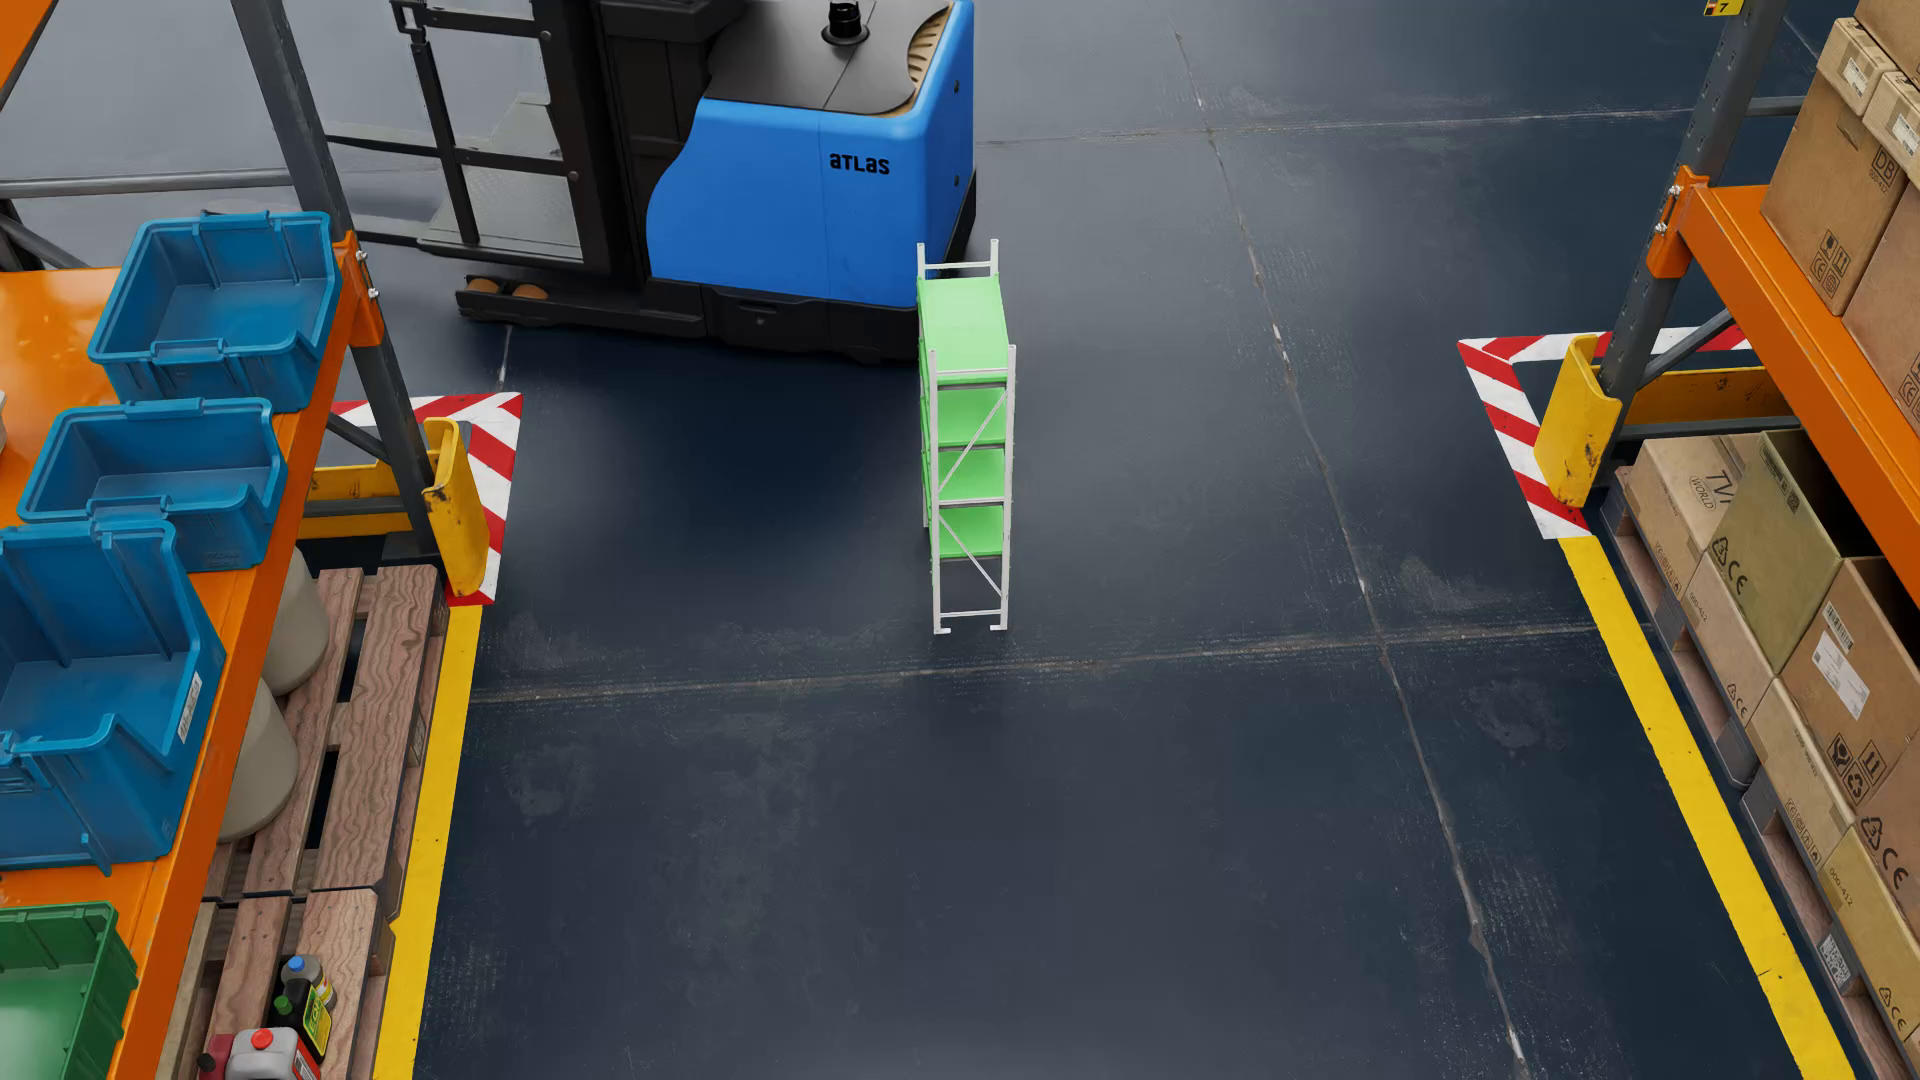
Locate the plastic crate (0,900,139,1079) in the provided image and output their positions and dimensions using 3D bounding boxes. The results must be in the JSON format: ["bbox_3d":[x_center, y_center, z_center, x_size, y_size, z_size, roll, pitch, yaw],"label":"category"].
[{"bbox_3d":[-1.754,0.982,2.900,0.450,0.188,0.662,-3,47,-3],"label":"plastic crate"}]

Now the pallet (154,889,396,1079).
[{"bbox_3d":[-2.041,1.494,4.190,1.003,0.211,1.213,-3,47,-3],"label":"pallet"}]

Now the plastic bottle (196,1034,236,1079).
[{"bbox_3d":[-1.778,1.290,4.030,0.061,0.283,0.133,-3,47,-3],"label":"plastic bottle"}]

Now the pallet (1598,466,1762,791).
[{"bbox_3d":[2.786,0.225,5.391,1.003,0.211,1.213,-3,47,-3],"label":"pallet"}]

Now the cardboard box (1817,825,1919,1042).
[{"bbox_3d":[2.627,1.004,4.338,0.500,0.250,0.500,-3,47,-3],"label":"cardboard box"}]

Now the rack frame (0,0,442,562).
[{"bbox_3d":[-2.256,-0.986,4.618,1.000,3.000,0.127,-3,47,-3],"label":"rack frame"}]

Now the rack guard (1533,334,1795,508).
[{"bbox_3d":[2.678,-0.442,5.824,1.175,0.500,0.348,-3,47,-3],"label":"rack guard"}]

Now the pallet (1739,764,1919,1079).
[{"bbox_3d":[2.885,1.106,4.557,1.003,0.211,1.213,-3,47,-3],"label":"pallet"}]

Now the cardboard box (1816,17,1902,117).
[{"bbox_3d":[2.499,-1.245,4.347,0.380,0.149,0.250,-4,47,-4],"label":"cardboard box"}]

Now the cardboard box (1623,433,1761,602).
[{"bbox_3d":[2.503,-0.082,5.366,0.500,0.250,0.500,-3,47,-3],"label":"cardboard box"}]

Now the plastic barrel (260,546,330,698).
[{"bbox_3d":[-2.125,0.197,4.922,0.421,0.512,0.421,0,47,0],"label":"plastic barrel"}]

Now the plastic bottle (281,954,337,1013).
[{"bbox_3d":[-1.665,1.127,4.241,0.097,0.201,0.097,0,47,0],"label":"plastic bottle"}]

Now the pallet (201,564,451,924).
[{"bbox_3d":[-2.140,0.613,5.024,1.003,0.211,1.213,-3,47,-3],"label":"pallet"}]

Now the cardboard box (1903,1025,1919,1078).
[{"bbox_3d":[2.670,1.366,3.995,0.500,0.250,0.500,-3,47,-3],"label":"cardboard box"}]

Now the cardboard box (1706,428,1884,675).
[{"bbox_3d":[2.547,0.022,4.751,0.500,0.500,0.500,-3,47,-3],"label":"cardboard box"}]

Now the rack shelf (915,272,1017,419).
[{"bbox_3d":[0.014,-0.579,4.899,0.258,0.148,0.480,-3,47,-3],"label":"rack shelf"}]

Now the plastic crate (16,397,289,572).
[{"bbox_3d":[-1.867,-0.120,3.901,0.499,0.251,0.408,-3,47,-3],"label":"plastic crate"}]

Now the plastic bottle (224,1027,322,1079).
[{"bbox_3d":[-1.672,1.286,4.039,0.152,0.276,0.135,-3,47,-3],"label":"plastic bottle"}]

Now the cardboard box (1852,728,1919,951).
[{"bbox_3d":[2.626,0.746,4.066,0.500,0.500,0.500,-3,47,-3],"label":"cardboard box"}]

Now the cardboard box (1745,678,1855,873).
[{"bbox_3d":[2.590,0.642,4.681,0.500,0.250,0.500,-3,47,-3],"label":"cardboard box"}]

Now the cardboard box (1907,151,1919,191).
[{"bbox_3d":[2.543,-0.873,3.995,0.380,0.149,0.250,-3,47,-3],"label":"cardboard box"}]

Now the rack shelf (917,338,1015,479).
[{"bbox_3d":[0.014,-0.414,5.073,0.258,0.148,0.480,-3,47,-3],"label":"rack shelf"}]

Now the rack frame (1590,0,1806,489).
[{"bbox_3d":[2.680,-1.284,4.900,1.000,3.000,0.127,-3,47,-3],"label":"rack frame"}]

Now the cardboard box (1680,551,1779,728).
[{"bbox_3d":[2.549,0.280,5.023,0.500,0.250,0.500,-3,47,-3],"label":"cardboard box"}]

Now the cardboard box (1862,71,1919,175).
[{"bbox_3d":[2.523,-1.054,4.166,0.380,0.149,0.250,-5,47,-4],"label":"cardboard box"}]

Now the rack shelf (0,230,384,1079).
[{"bbox_3d":[-2.089,0.709,3.508,1.077,0.370,4.000,-3,47,-3],"label":"rack shelf"}]

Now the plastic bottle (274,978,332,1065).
[{"bbox_3d":[-1.637,1.183,4.132,0.061,0.283,0.133,-2,47,-2],"label":"plastic bottle"}]

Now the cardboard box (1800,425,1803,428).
[{"bbox_3d":[3.022,-0.371,5.123,0.500,0.500,0.500,-3,47,-3],"label":"cardboard box"}]

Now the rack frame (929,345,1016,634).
[{"bbox_3d":[0.034,-0.116,5.034,0.240,1.200,0.015,-3,47,-3],"label":"rack frame"}]

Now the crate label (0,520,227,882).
[{"bbox_3d":[-1.832,0.317,3.359,0.502,0.435,0.616,-3,47,-3],"label":"crate label"}]

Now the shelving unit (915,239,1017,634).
[{"bbox_3d":[0.014,-0.293,5.201,0.258,1.200,0.503,-3,47,-3],"label":"shelving unit"}]

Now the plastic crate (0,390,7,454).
[{"bbox_3d":[-2.502,-0.228,4.082,0.298,0.136,0.250,-3,47,-3],"label":"plastic crate"}]

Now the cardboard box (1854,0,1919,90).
[{"bbox_3d":[2.711,-1.388,4.036,0.700,0.500,0.500,-3,47,-3],"label":"cardboard box"}]

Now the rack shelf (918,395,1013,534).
[{"bbox_3d":[0.014,-0.249,5.247,0.258,0.148,0.480,-3,47,-3],"label":"rack shelf"}]

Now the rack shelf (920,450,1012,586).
[{"bbox_3d":[0.014,-0.084,5.422,0.258,0.148,0.480,-3,47,-3],"label":"rack shelf"}]

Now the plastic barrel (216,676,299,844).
[{"bbox_3d":[-2.083,0.559,4.578,0.421,0.512,0.421,0,47,0],"label":"plastic barrel"}]

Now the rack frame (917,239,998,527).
[{"bbox_3d":[-0.007,-0.469,5.368,0.240,1.200,0.015,-3,47,-3],"label":"rack frame"}]

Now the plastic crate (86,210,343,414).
[{"bbox_3d":[-1.916,-0.591,4.346,0.499,0.251,0.616,-3,47,-3],"label":"plastic crate"}]

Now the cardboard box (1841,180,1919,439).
[{"bbox_3d":[2.755,-0.600,4.184,0.700,0.500,0.500,-2,47,-2],"label":"cardboard box"}]

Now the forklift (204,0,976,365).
[{"bbox_3d":[-1.503,-2.211,5.826,3.031,2.935,1.130,8,47,8],"label":"forklift"}]

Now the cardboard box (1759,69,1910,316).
[{"bbox_3d":[2.707,-0.980,4.543,0.700,0.500,0.500,-3,47,-3],"label":"cardboard box"}]

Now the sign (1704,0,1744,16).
[{"bbox_3d":[2.127,-1.580,4.529,0.100,0.325,0.005,-3,47,-3],"label":"sign"}]

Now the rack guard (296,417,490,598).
[{"bbox_3d":[-2.203,-0.074,5.476,1.175,0.500,0.348,-3,47,-3],"label":"rack guard"}]

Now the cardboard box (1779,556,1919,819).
[{"bbox_3d":[2.602,0.383,4.409,0.500,0.500,0.500,-3,47,-3],"label":"cardboard box"}]

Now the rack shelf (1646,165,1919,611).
[{"bbox_3d":[2.848,0.410,3.791,1.077,0.370,4.000,-3,47,-3],"label":"rack shelf"}]
